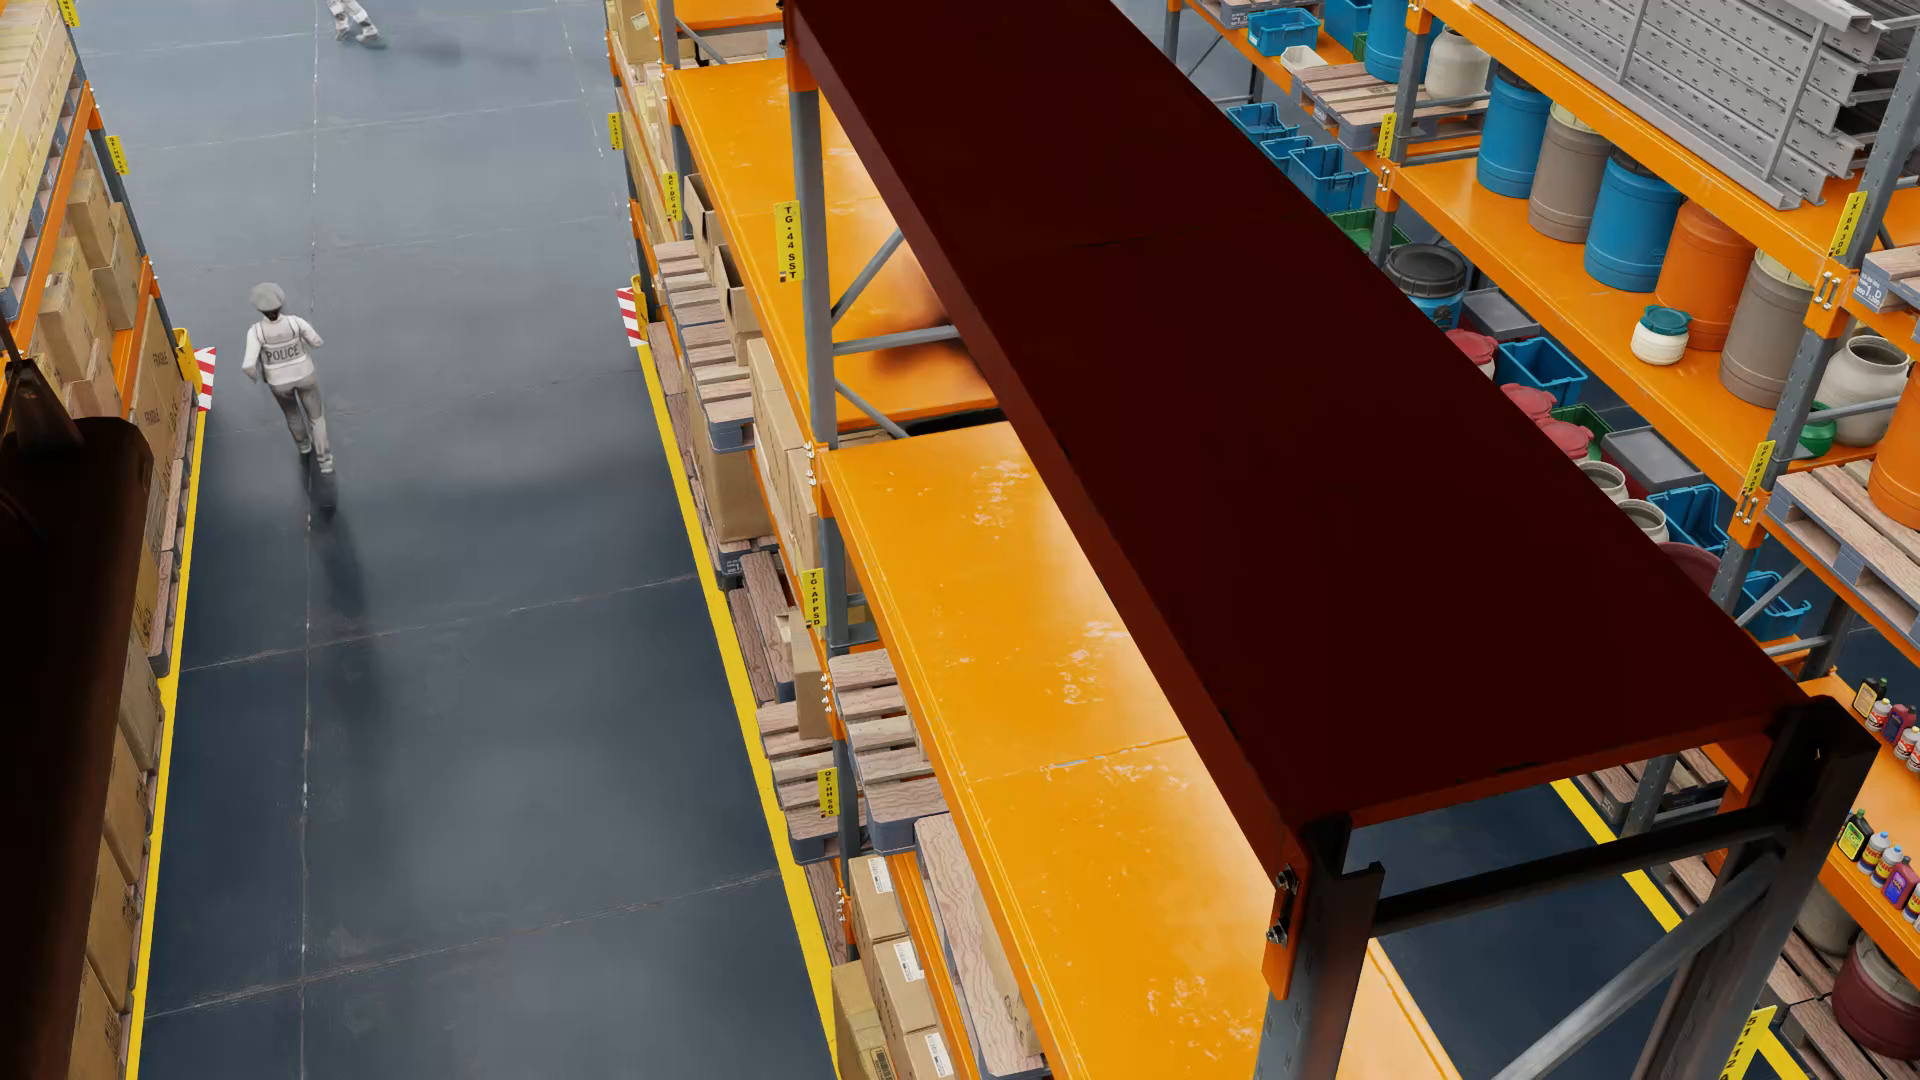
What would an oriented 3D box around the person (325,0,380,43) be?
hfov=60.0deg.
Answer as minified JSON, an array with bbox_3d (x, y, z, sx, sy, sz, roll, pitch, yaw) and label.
[{"bbox_3d":[-7.515,-6.852,20.033,0.774,1.846,0.643,2,38,3],"label":"person"}]

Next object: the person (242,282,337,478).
[{"bbox_3d":[-5.236,-1.253,13.012,0.611,1.679,0.939,-15,41,-18],"label":"person"}]
